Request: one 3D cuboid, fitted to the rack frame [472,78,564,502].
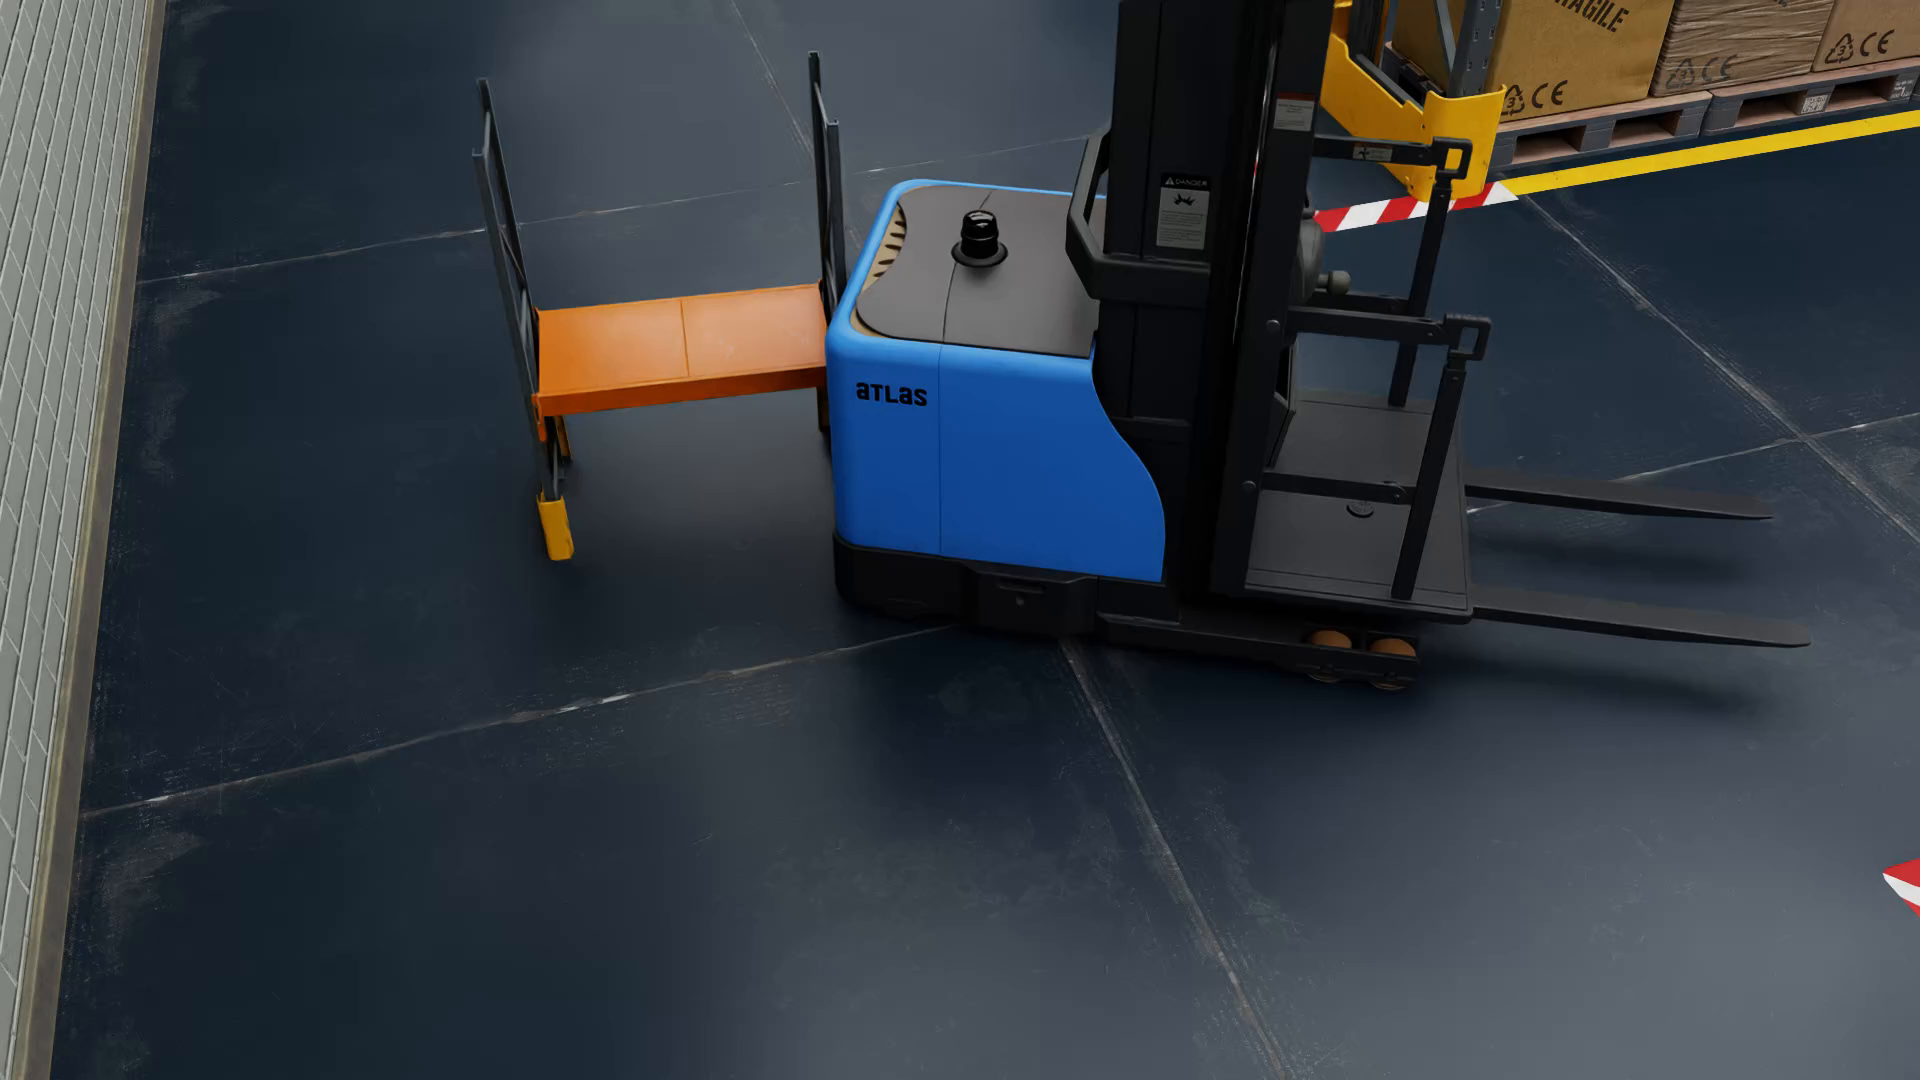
[{"bbox_3d":[-1.416,-0.687,5.397,0.032,1.500,0.500,-7,42,-8],"label":"rack frame"}]

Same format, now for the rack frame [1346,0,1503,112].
[{"bbox_3d":[2.084,-3.041,6.951,0.127,3.000,1.000,-12,42,-13],"label":"rack frame"}]

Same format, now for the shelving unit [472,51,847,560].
[{"bbox_3d":[-0.925,-0.748,5.467,1.083,1.500,0.587,-7,42,-8],"label":"shelving unit"}]

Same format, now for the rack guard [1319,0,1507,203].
[{"bbox_3d":[2.061,-2.095,7.768,0.348,0.500,1.175,-12,42,-13],"label":"rack guard"}]

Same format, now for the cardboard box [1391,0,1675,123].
[{"bbox_3d":[2.670,-2.576,7.714,0.875,0.875,0.875,-12,42,-13],"label":"cardboard box"}]

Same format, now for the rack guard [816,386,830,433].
[{"bbox_3d":[-0.436,-0.338,5.947,0.087,0.250,0.587,-7,42,-8],"label":"rack guard"}]

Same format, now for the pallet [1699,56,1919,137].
[{"bbox_3d":[3.985,-2.437,8.378,1.213,0.211,1.003,-12,42,-13],"label":"pallet"}]

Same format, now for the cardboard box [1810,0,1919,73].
[{"bbox_3d":[4.387,-2.931,8.121,0.875,0.875,0.875,-12,42,-13],"label":"cardboard box"}]

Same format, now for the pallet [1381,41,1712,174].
[{"bbox_3d":[2.823,-2.198,8.105,1.213,0.211,1.003,-12,42,-13],"label":"pallet"}]

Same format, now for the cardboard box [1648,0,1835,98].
[{"bbox_3d":[3.538,-2.755,7.920,0.875,0.875,0.875,-12,42,-13],"label":"cardboard box"}]

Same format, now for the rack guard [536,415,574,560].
[{"bbox_3d":[-1.415,-0.217,5.808,0.087,0.250,0.587,-7,42,-8],"label":"rack guard"}]

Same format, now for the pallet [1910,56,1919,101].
[{"bbox_3d":[5.150,-2.680,8.657,1.213,0.211,1.003,-12,42,-13],"label":"pallet"}]

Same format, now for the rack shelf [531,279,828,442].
[{"bbox_3d":[-0.916,-0.614,5.586,1.000,0.185,0.538,-7,42,-8],"label":"rack shelf"}]

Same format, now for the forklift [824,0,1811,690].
[{"bbox_3d":[1.157,-1.015,4.684,3.031,2.935,1.130,7,42,8],"label":"forklift"}]

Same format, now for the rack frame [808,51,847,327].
[{"bbox_3d":[-0.417,-0.812,5.539,0.032,1.500,0.500,-7,42,-8],"label":"rack frame"}]
